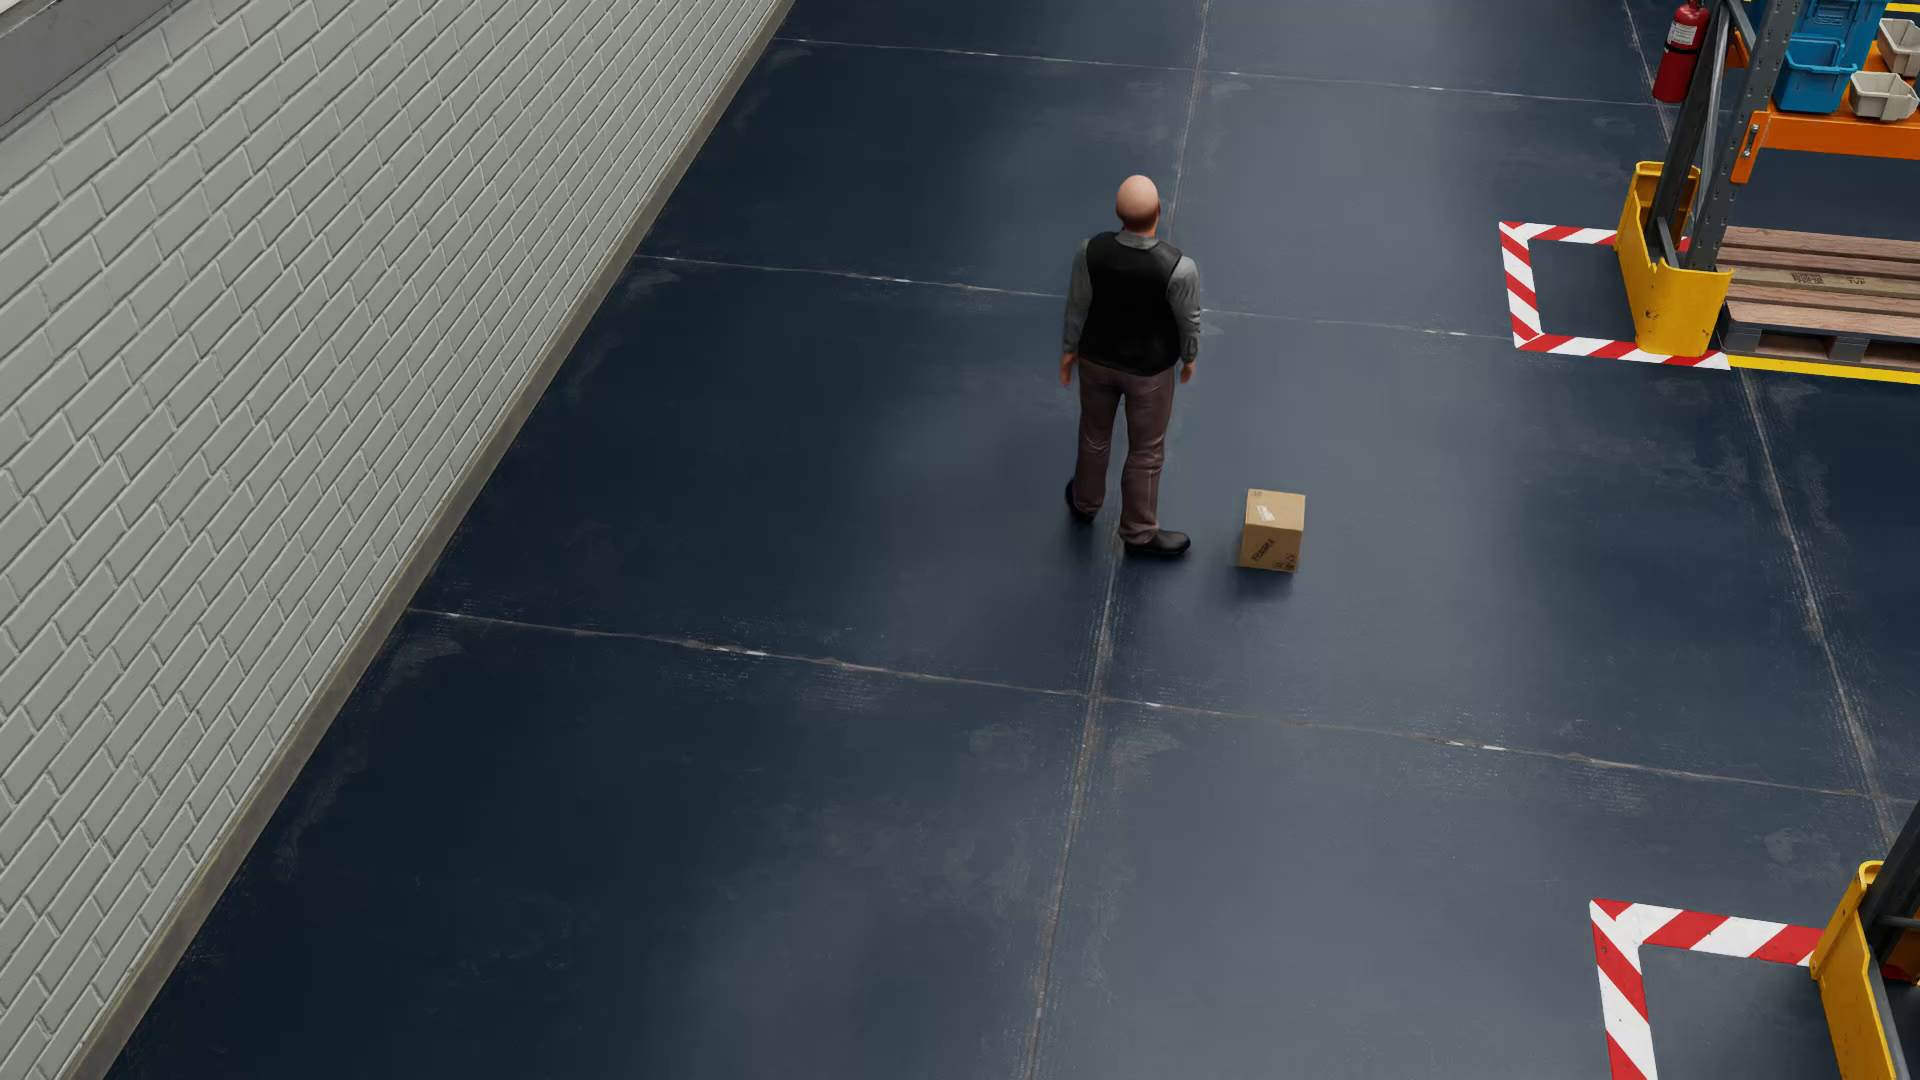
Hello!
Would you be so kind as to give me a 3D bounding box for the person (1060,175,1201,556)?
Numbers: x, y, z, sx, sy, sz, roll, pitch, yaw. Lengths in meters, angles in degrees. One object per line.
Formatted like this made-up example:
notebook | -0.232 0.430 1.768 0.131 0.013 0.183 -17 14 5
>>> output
person | 0.747 -0.728 7.019 0.665 1.727 0.432 16 43 18
